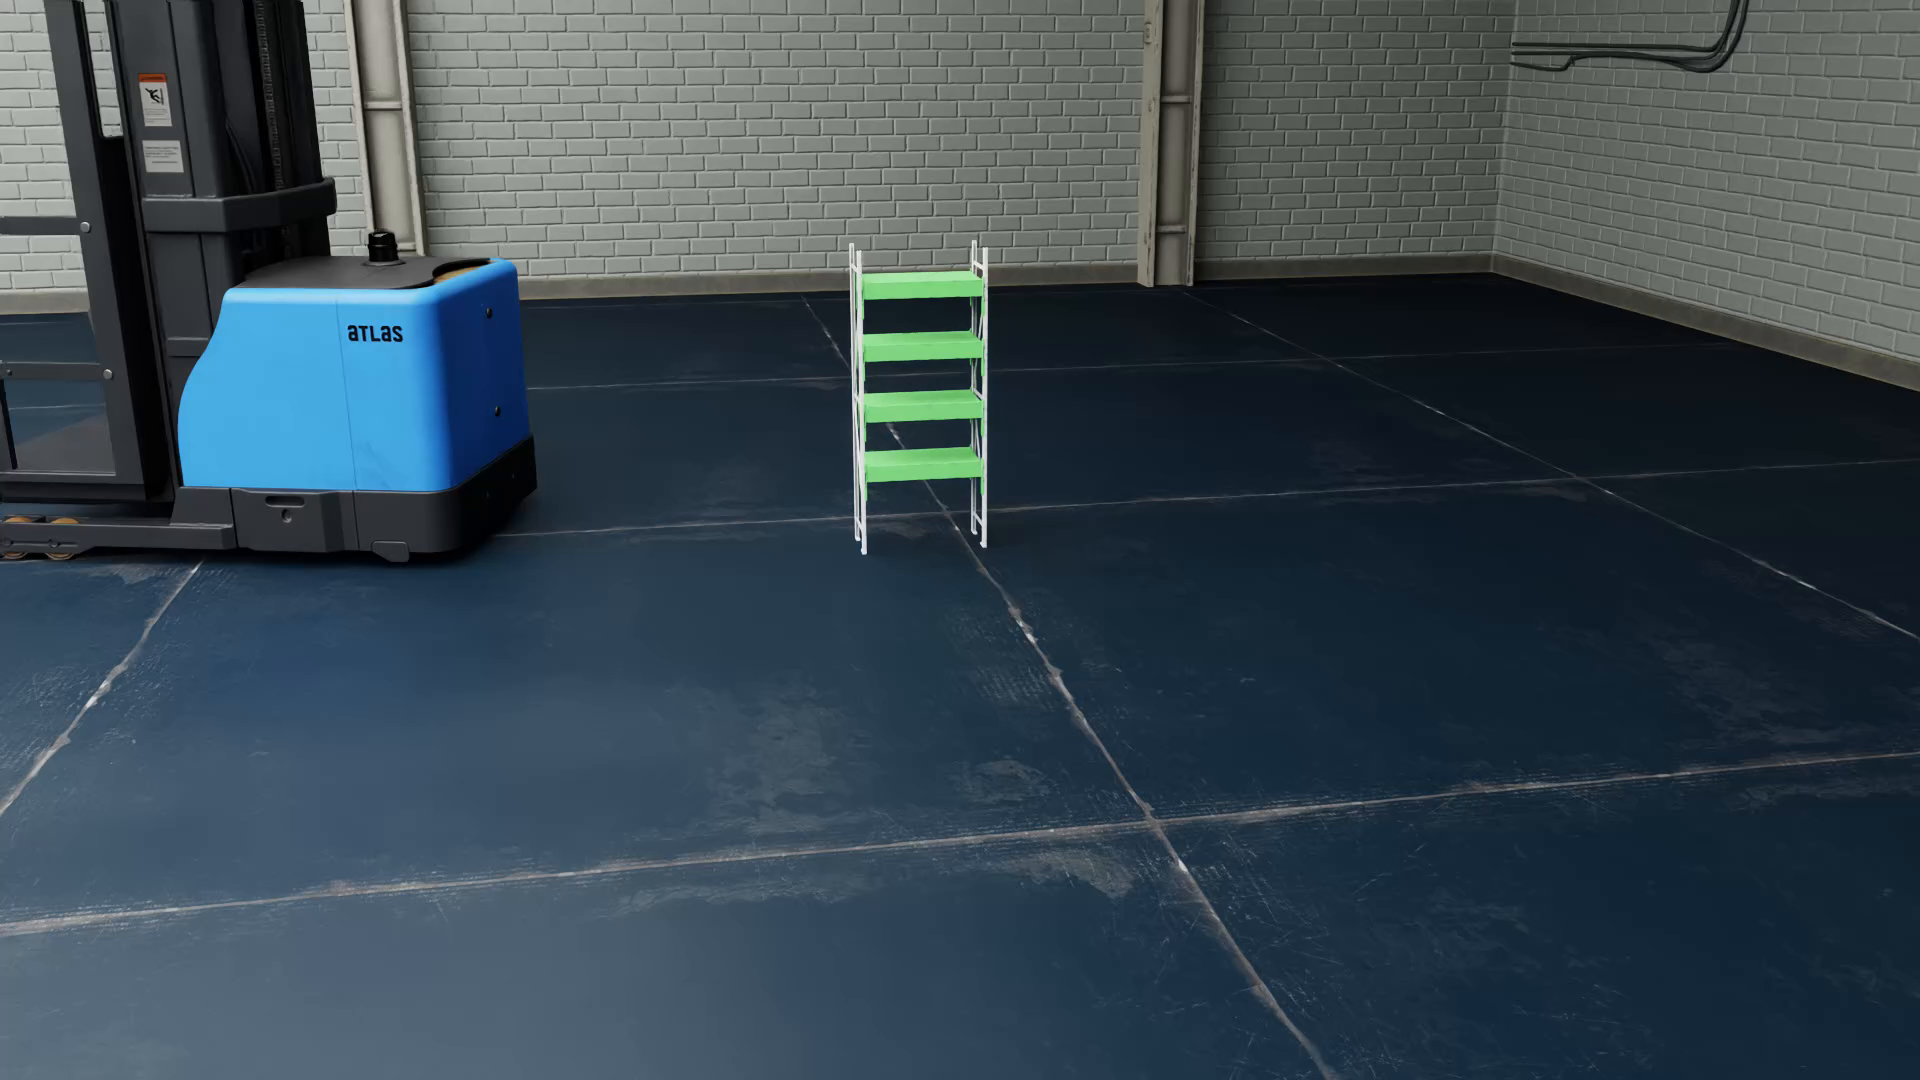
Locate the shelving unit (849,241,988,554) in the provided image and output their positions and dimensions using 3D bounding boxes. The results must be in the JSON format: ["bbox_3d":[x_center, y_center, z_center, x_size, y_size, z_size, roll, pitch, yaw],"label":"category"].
[{"bbox_3d":[-0.163,-0.564,6.606,0.503,1.200,0.258,-3,17,-10],"label":"shelving unit"}]

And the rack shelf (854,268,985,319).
[{"bbox_3d":[-0.163,-0.962,6.483,0.480,0.148,0.258,-3,17,-10],"label":"rack shelf"}]

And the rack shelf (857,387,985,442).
[{"bbox_3d":[-0.163,-0.503,6.624,0.480,0.148,0.258,-3,17,-10],"label":"rack shelf"}]

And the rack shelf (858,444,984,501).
[{"bbox_3d":[-0.163,-0.274,6.695,0.480,0.148,0.258,-3,17,-10],"label":"rack shelf"}]

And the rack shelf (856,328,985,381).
[{"bbox_3d":[-0.163,-0.733,6.554,0.480,0.148,0.258,-3,17,-10],"label":"rack shelf"}]

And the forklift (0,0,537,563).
[{"bbox_3d":[-3.405,-1.472,6.612,3.031,2.935,1.130,1,17,5],"label":"forklift"}]

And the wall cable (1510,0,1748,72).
[{"bbox_3d":[4.829,-4.709,12.106,0.112,2.526,3.097,-3,17,-10],"label":"wall cable"}]

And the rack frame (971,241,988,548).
[{"bbox_3d":[0.077,-0.578,6.650,0.015,1.200,0.240,-3,17,-10],"label":"rack frame"}]

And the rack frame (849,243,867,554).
[{"bbox_3d":[-0.402,-0.551,6.561,0.015,1.200,0.240,-3,17,-10],"label":"rack frame"}]

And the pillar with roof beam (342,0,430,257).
[{"bbox_3d":[-3.389,-4.835,7.229,0.400,9.000,9.100,-3,17,-10],"label":"pillar with roof beam"}]

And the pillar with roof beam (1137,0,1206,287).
[{"bbox_3d":[2.502,-5.170,8.317,0.400,9.000,9.100,-3,17,-10],"label":"pillar with roof beam"}]
